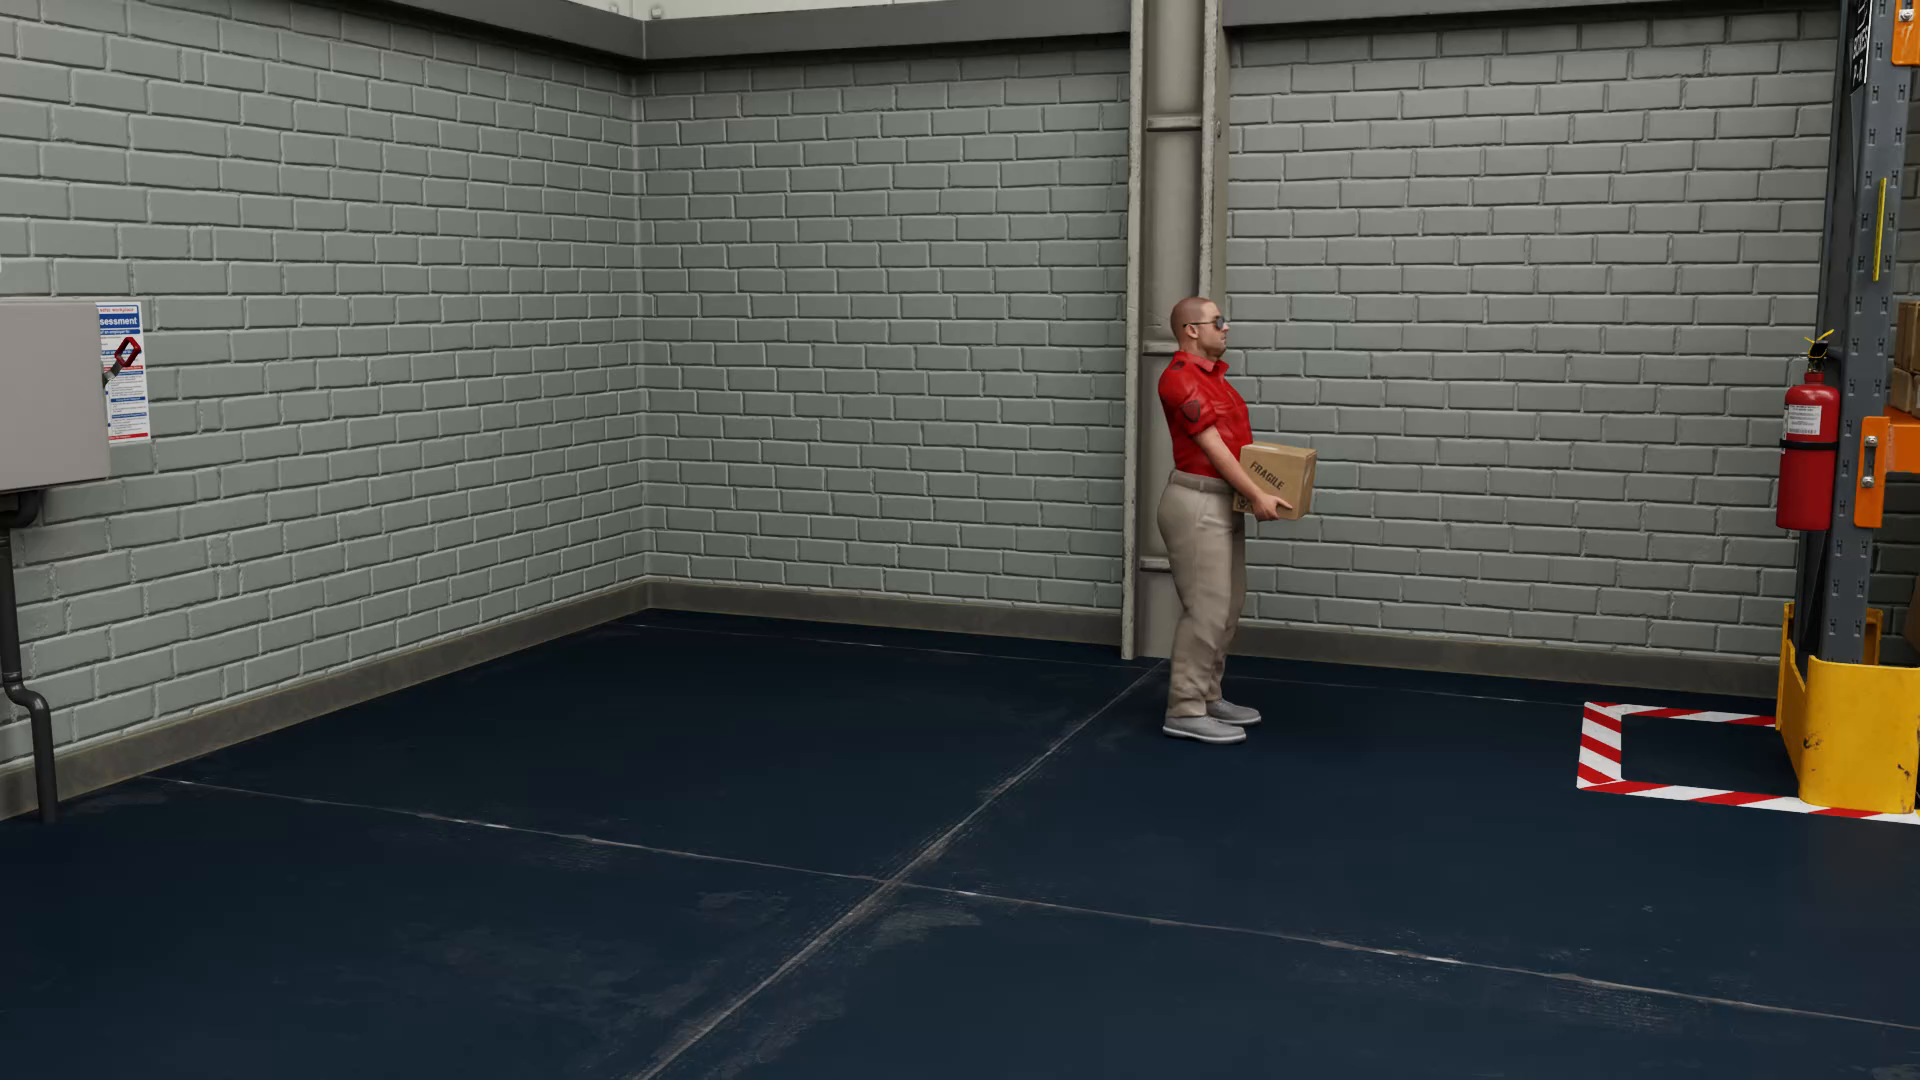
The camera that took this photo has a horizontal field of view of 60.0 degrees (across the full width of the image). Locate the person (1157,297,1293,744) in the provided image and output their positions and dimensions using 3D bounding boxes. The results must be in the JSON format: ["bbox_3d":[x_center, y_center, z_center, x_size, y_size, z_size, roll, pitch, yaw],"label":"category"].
[{"bbox_3d":[1.062,-0.087,6.519,0.538,1.713,0.494,3,9,22],"label":"person"}]
